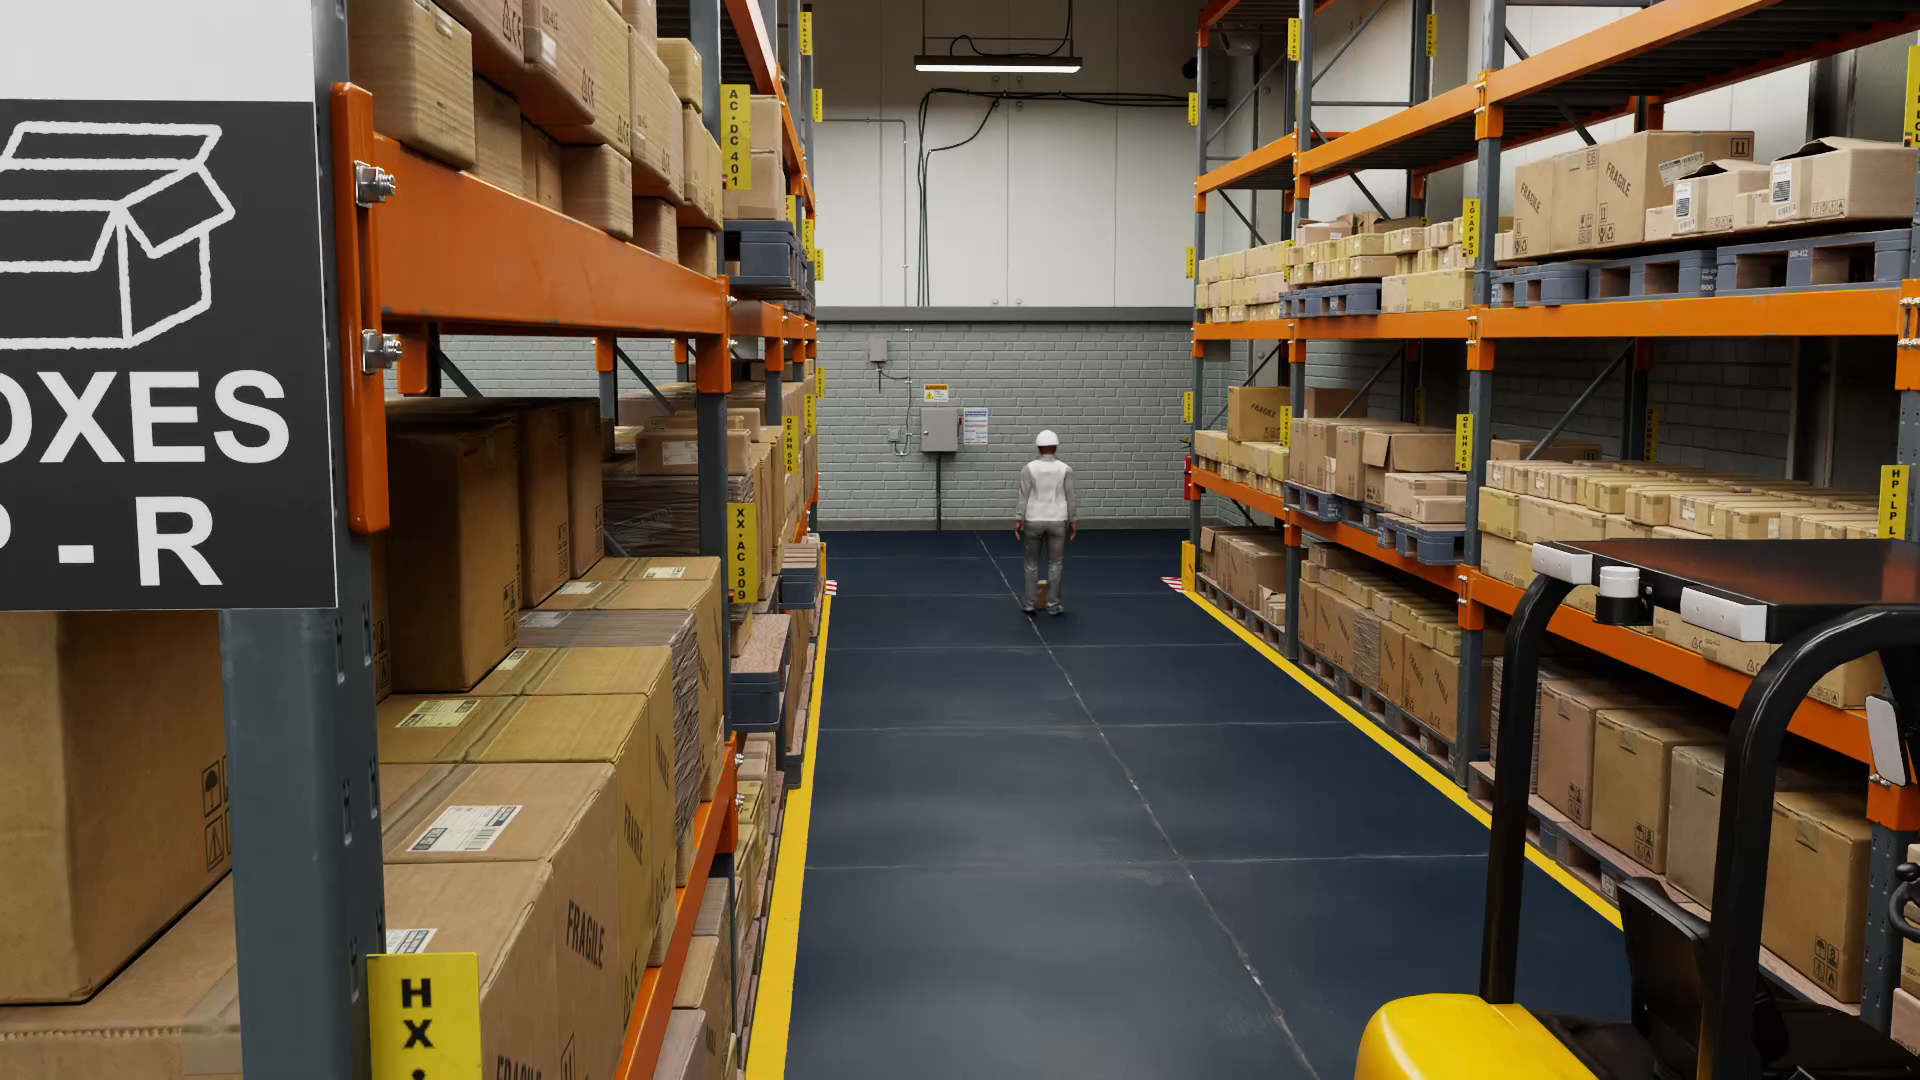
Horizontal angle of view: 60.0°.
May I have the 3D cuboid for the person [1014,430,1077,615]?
[{"bbox_3d":[0.821,-0.170,16.023,0.600,1.794,0.516,0,7,2],"label":"person"}]
